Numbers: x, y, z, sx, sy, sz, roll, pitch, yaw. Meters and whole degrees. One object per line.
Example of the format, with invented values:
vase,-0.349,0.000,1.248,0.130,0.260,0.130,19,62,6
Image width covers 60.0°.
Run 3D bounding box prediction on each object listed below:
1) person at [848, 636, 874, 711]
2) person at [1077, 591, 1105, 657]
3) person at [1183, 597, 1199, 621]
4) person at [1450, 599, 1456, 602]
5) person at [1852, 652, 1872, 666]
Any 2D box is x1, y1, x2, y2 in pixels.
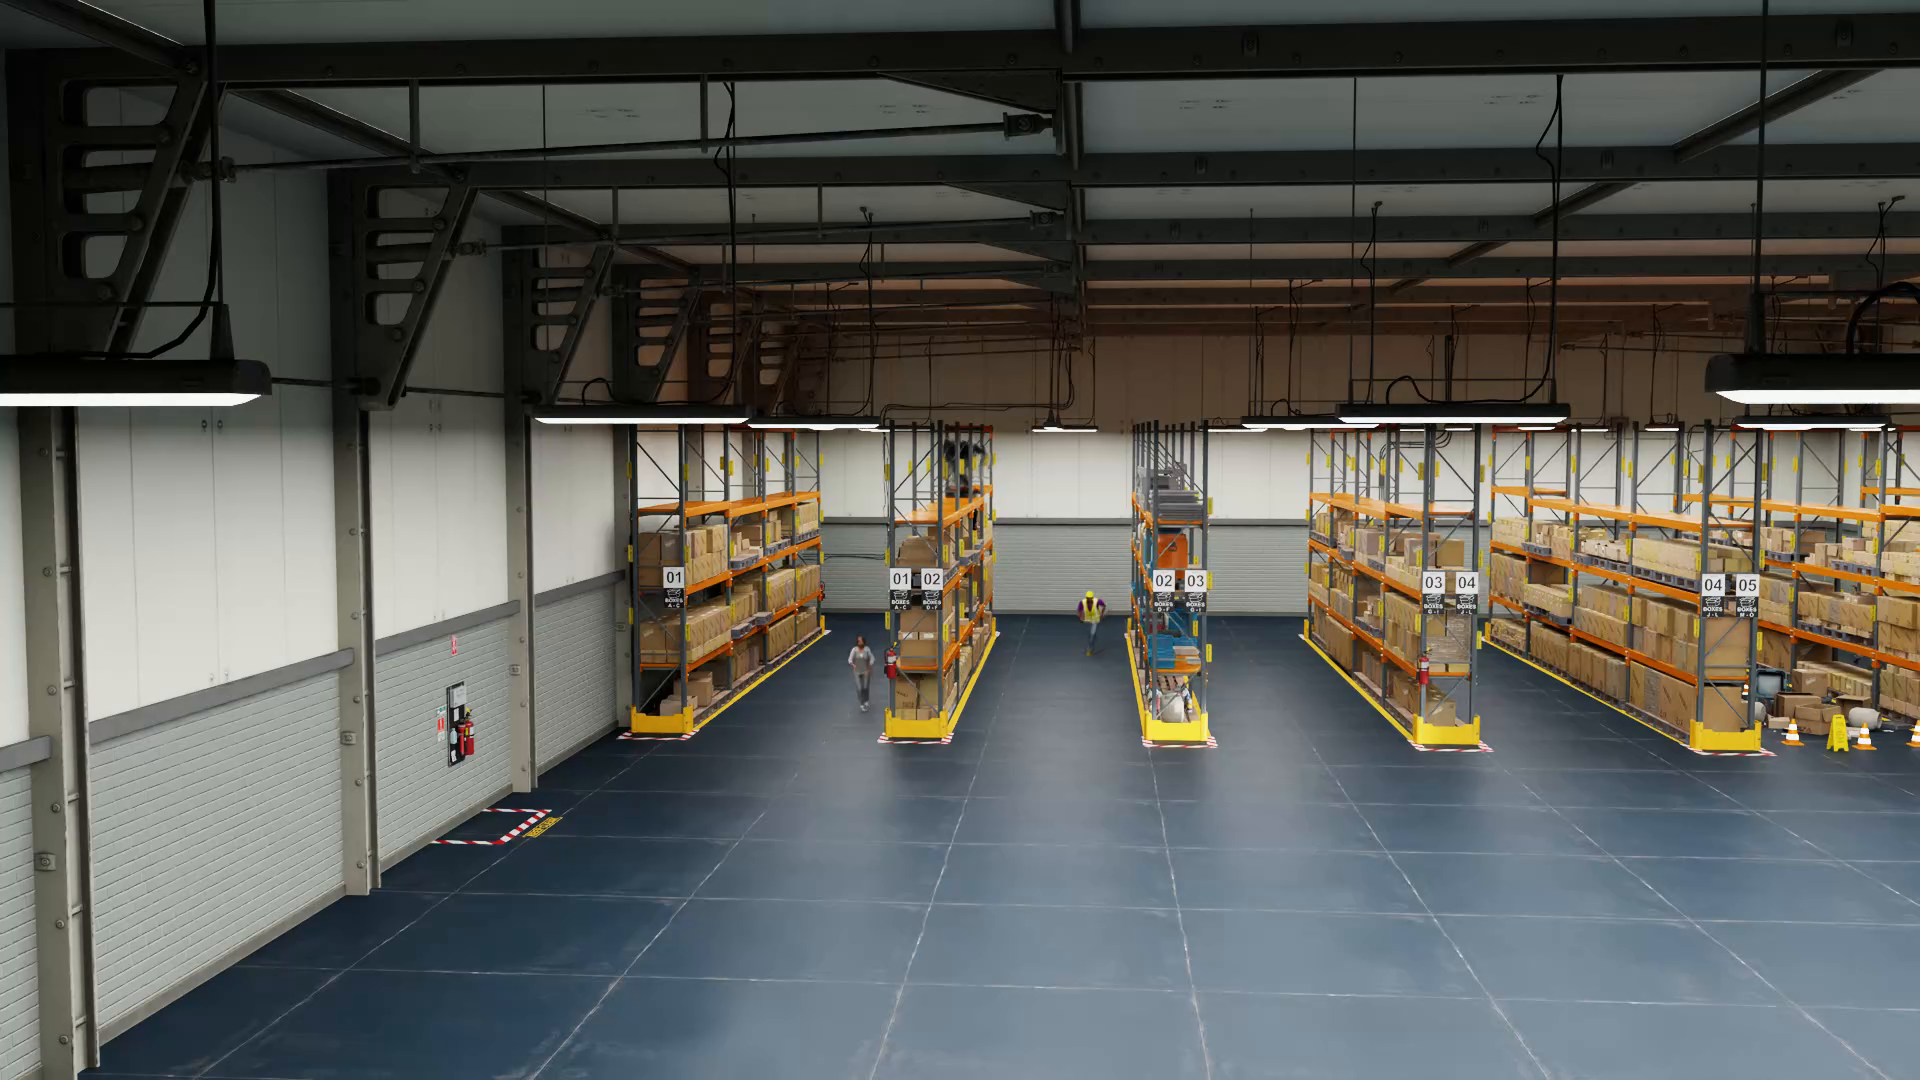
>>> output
person,-2.041,2.761,34.300,0.534,1.561,0.576,0,4,-1
person,3.427,2.154,43.369,0.733,1.712,1.045,1,4,8
person,6.512,1.907,47.778,0.672,1.661,0.576,3,5,41
person,13.805,1.877,46.838,0.909,1.783,0.693,-3,5,-39
person,22.218,2.230,41.021,0.671,1.783,0.884,0,4,-3
